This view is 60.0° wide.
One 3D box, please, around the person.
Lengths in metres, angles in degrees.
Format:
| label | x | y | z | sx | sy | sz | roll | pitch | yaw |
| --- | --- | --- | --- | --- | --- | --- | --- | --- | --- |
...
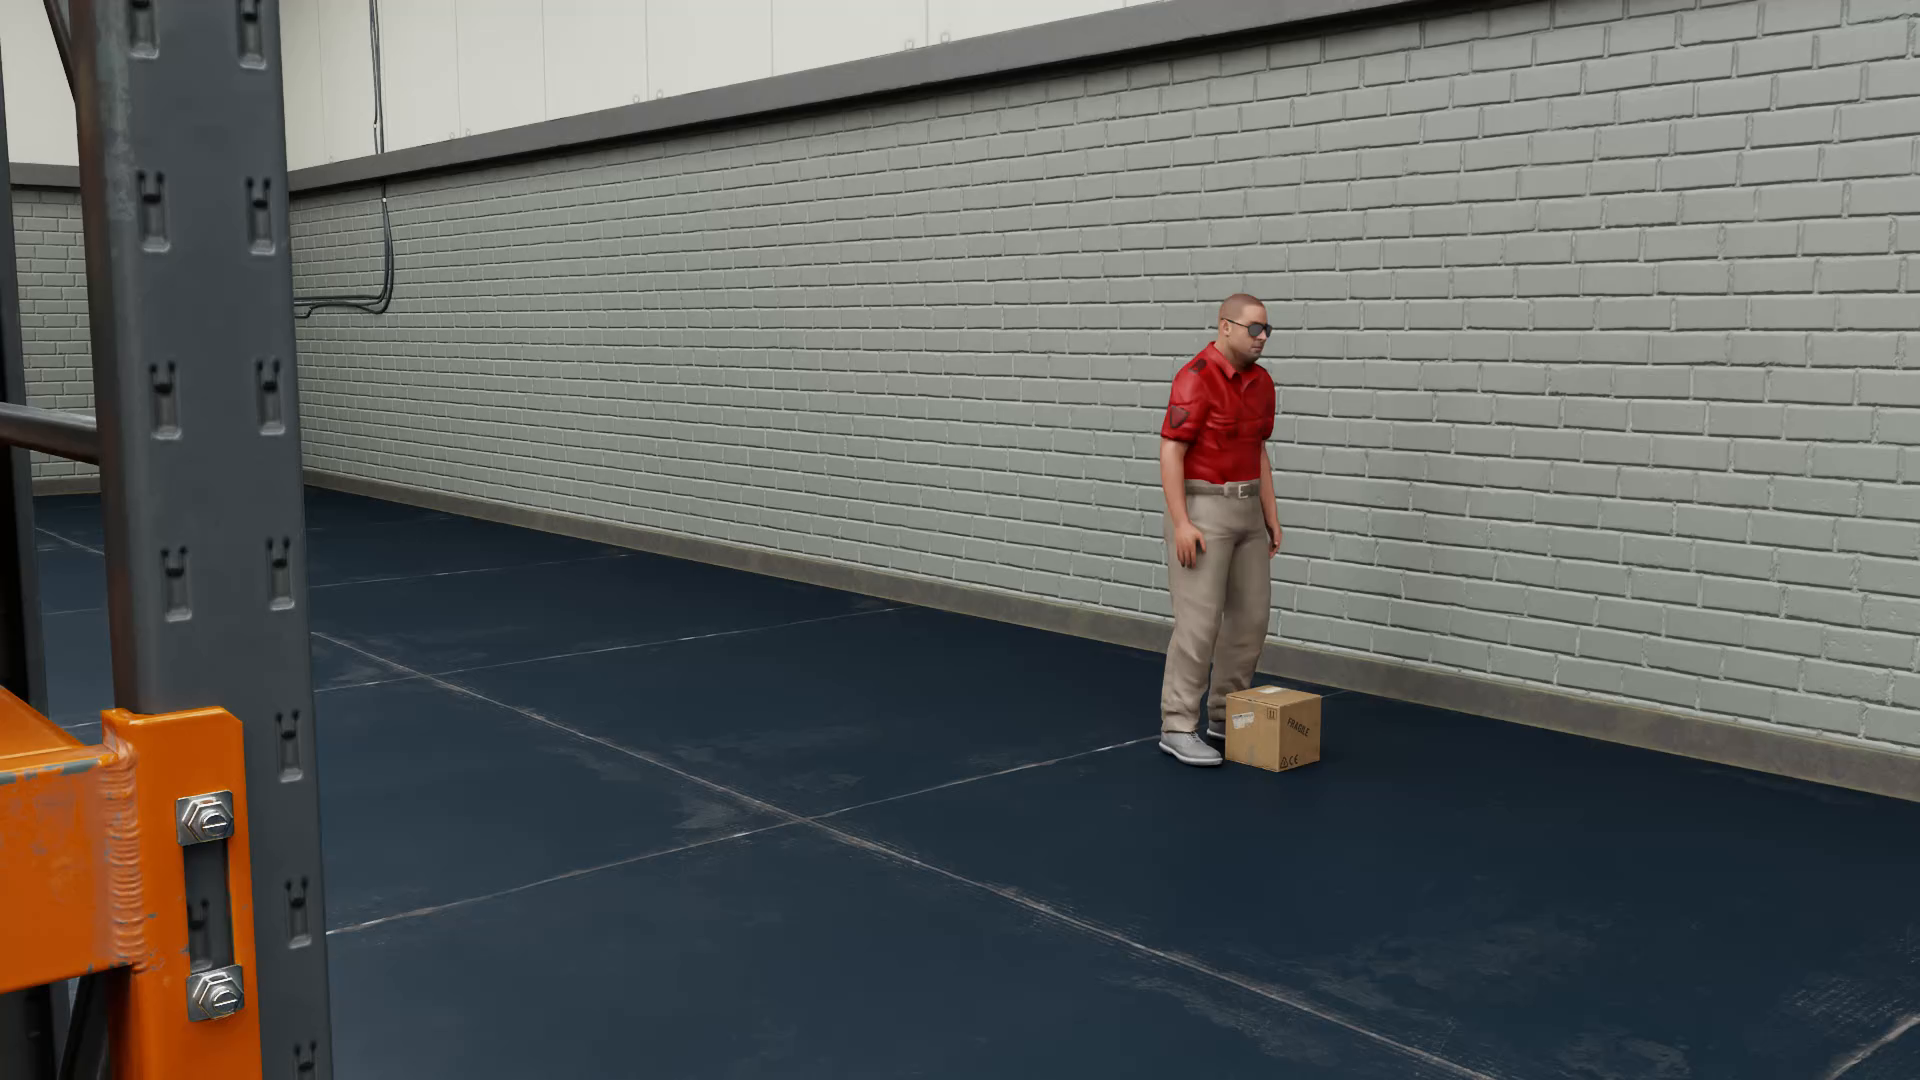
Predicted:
| label | x | y | z | sx | sy | sz | roll | pitch | yaw |
| --- | --- | --- | --- | --- | --- | --- | --- | --- | --- |
| person | 0.993 | -0.058 | 6.280 | 0.585 | 1.727 | 0.392 | -6 | 10 | -40 |
